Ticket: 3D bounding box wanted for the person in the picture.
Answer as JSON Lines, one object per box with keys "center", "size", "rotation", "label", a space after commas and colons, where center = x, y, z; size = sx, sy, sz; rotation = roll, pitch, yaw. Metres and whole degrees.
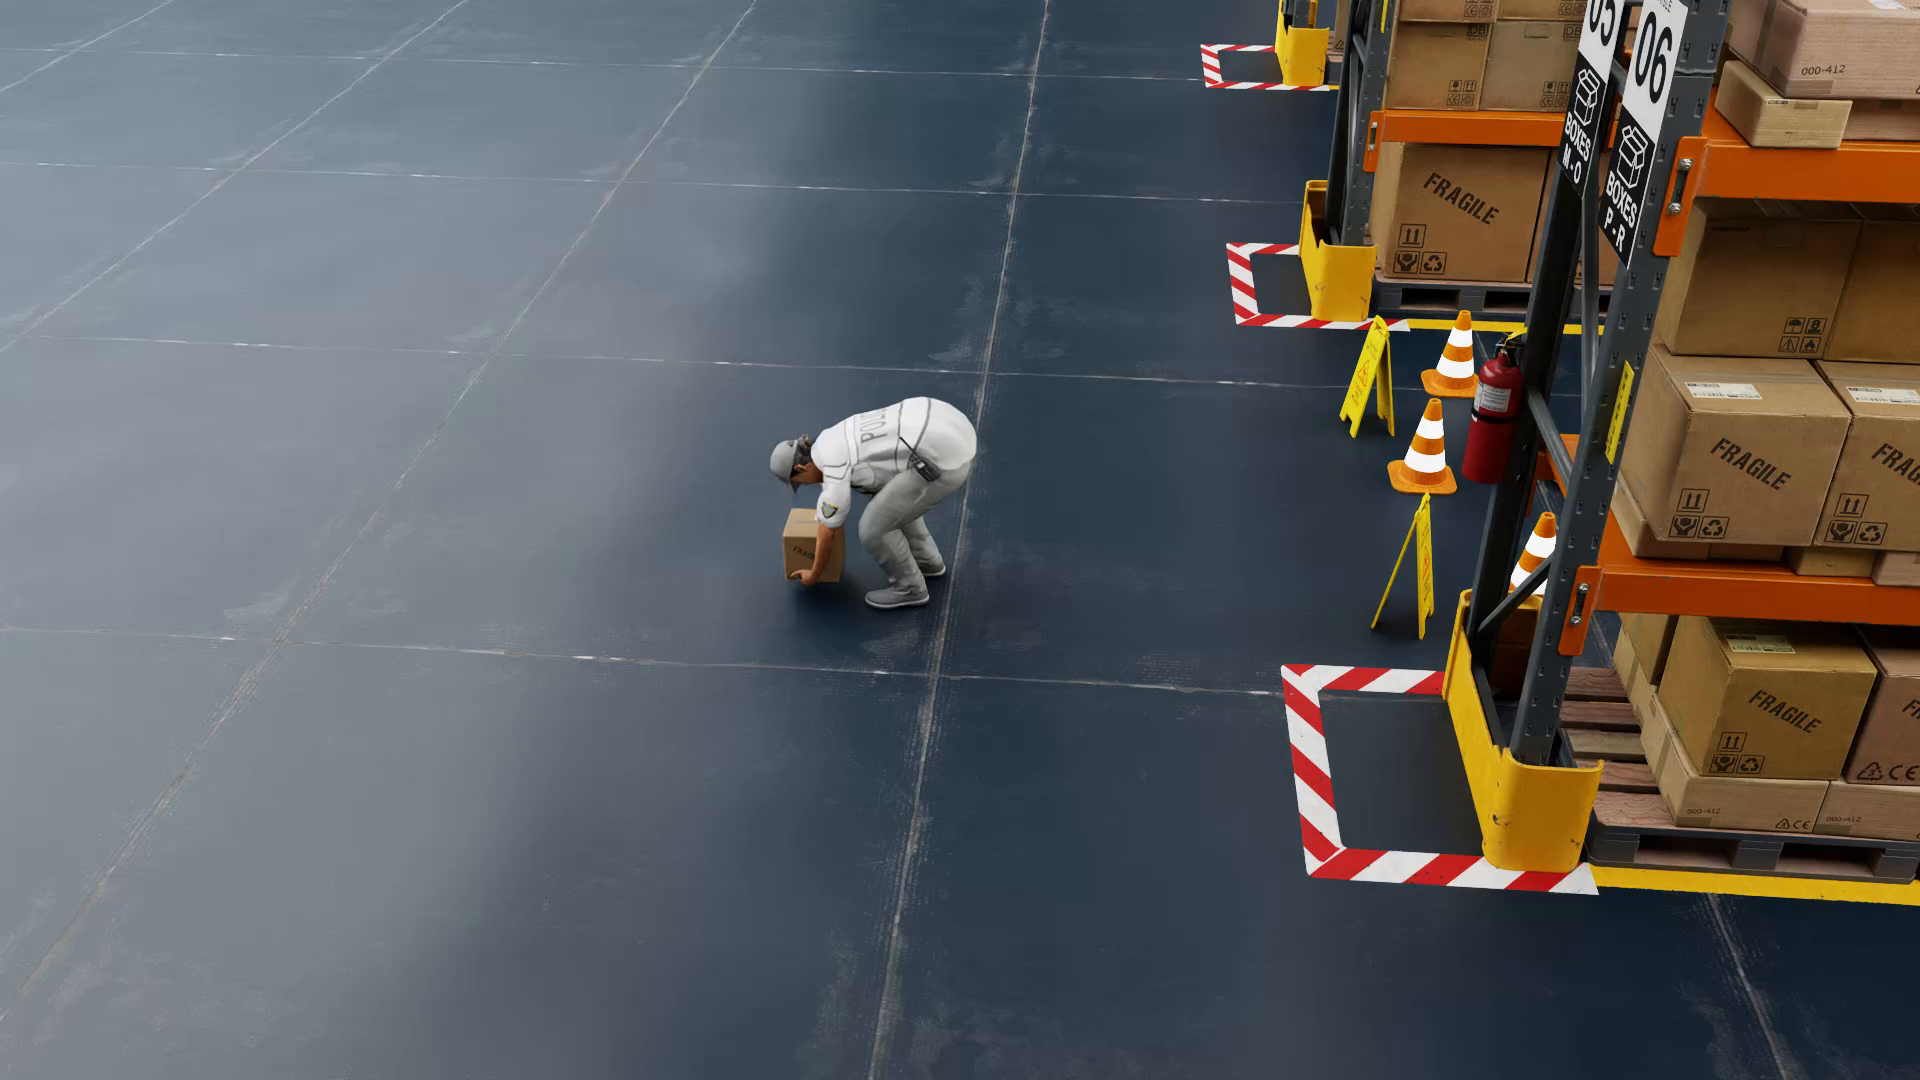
{"center": [-0.396, -0.179, 7.683], "size": [0.940, 0.965, 0.496], "rotation": [1, 32, 2], "label": "person"}
